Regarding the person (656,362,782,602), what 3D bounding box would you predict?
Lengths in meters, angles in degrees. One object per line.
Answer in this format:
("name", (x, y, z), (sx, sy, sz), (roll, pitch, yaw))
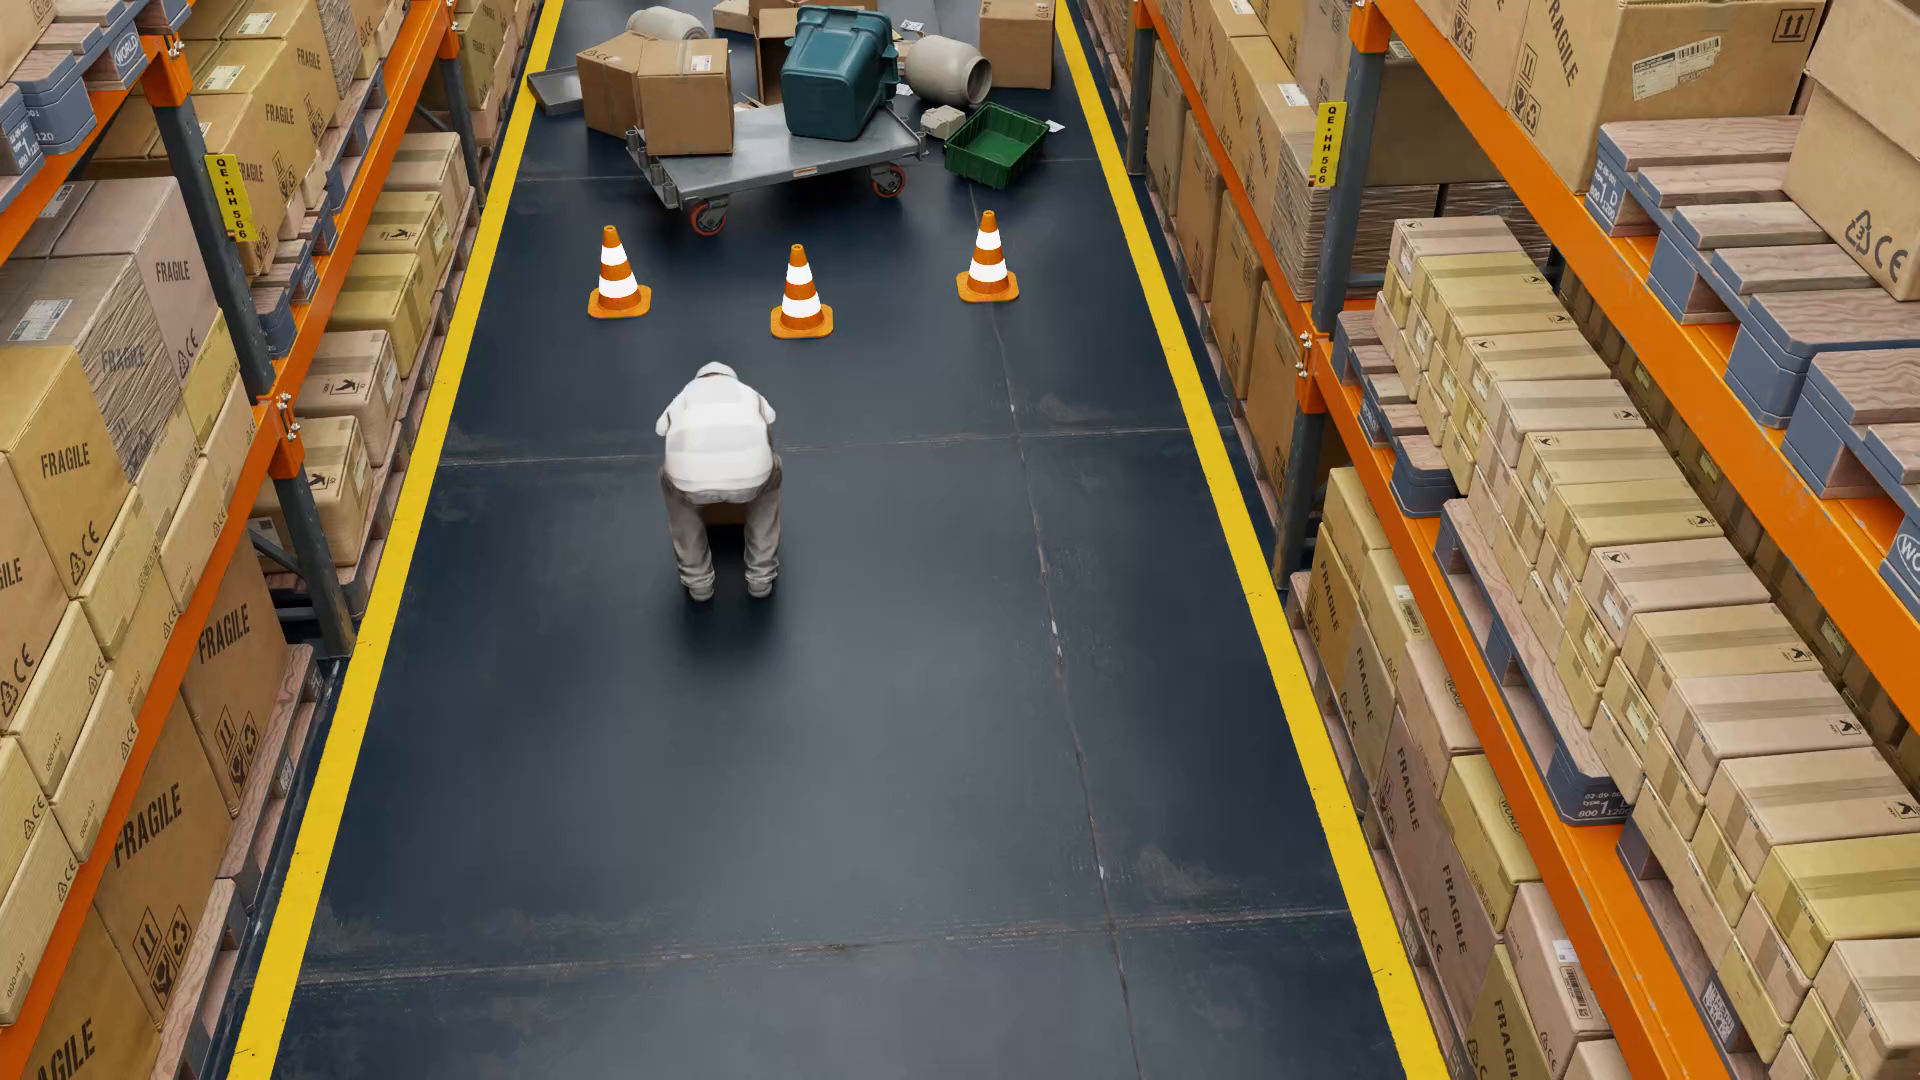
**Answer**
("person", (-1.032, -0.299, 7.177), (0.525, 0.945, 0.982), (-5, 39, -6))
